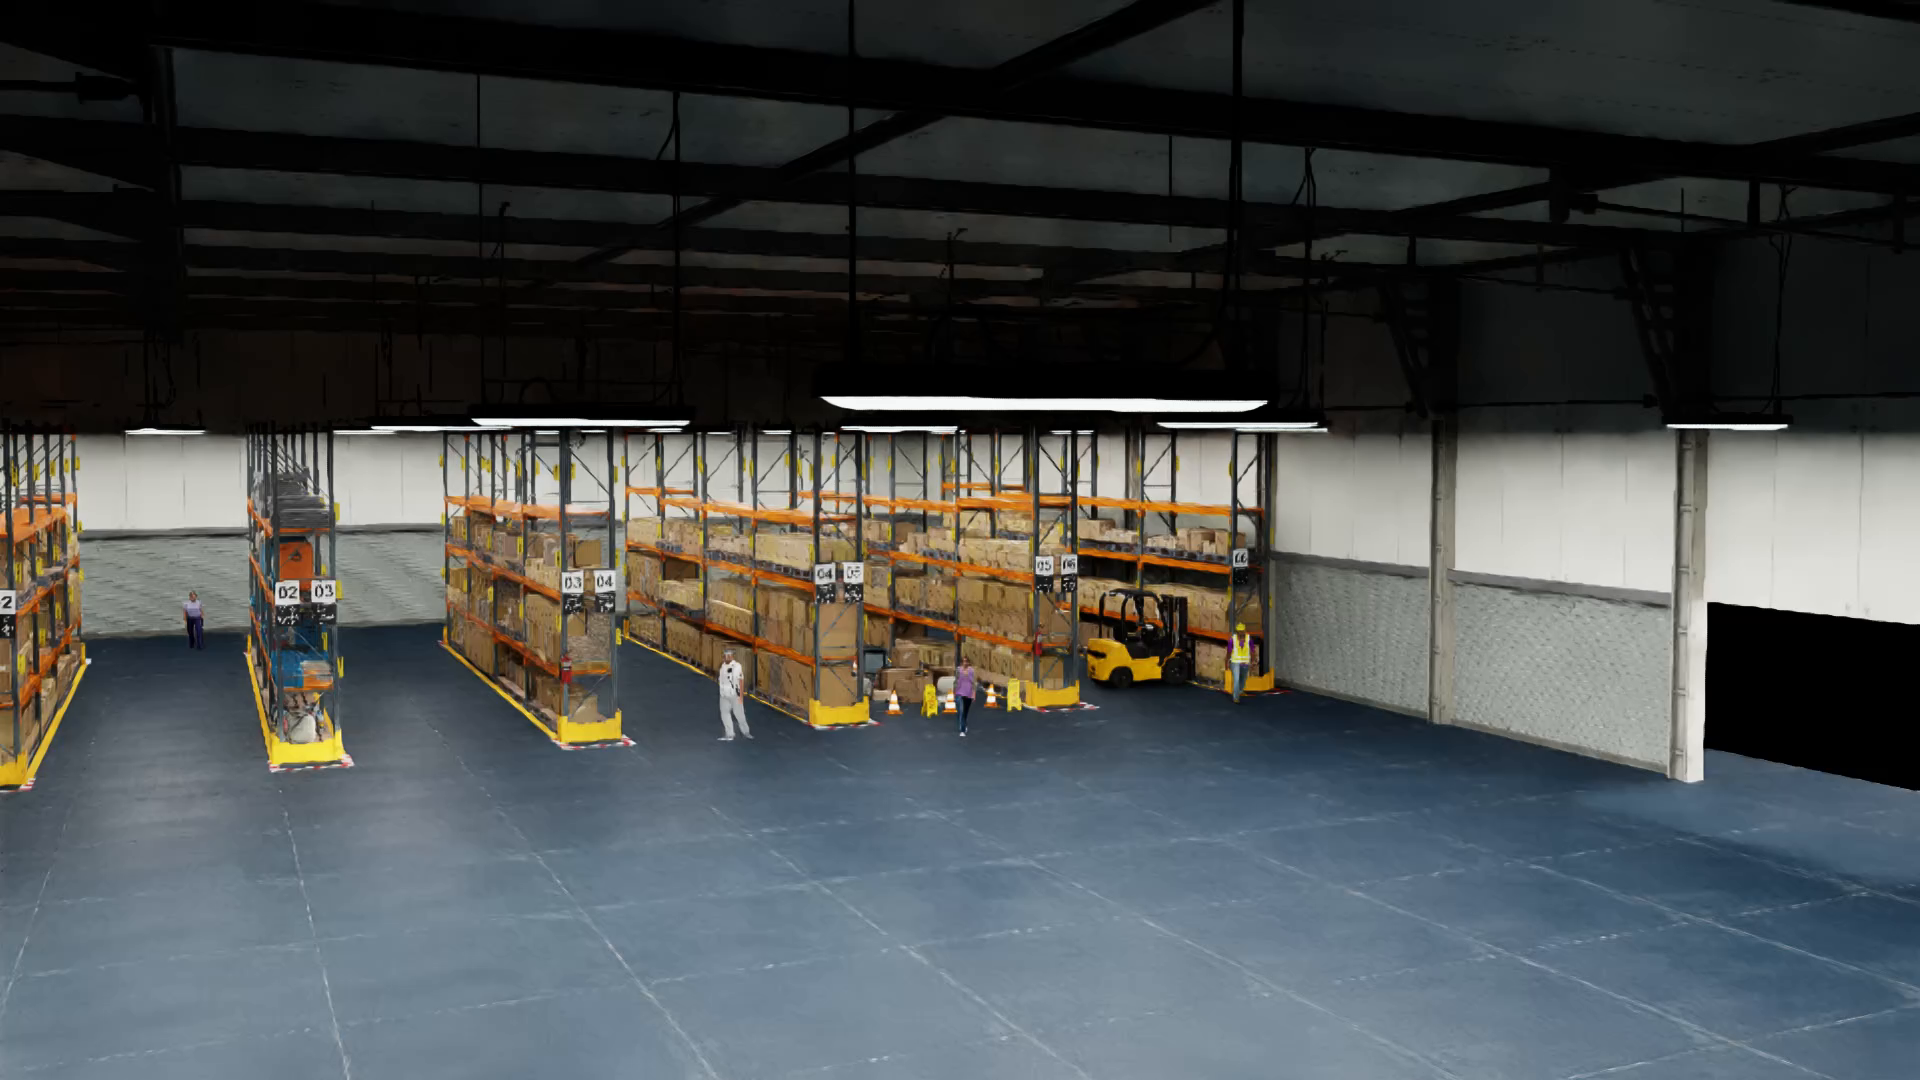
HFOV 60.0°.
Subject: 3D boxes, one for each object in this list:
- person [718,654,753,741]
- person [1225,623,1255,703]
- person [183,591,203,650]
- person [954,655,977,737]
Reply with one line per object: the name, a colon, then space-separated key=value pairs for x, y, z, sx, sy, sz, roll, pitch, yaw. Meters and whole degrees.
person: x=-4.248 y=2.915 z=31.306 sx=0.656 sy=1.718 sz=0.569 roll=3 pitch=4 yaw=36
person: x=6.055 y=2.629 z=35.922 sx=0.614 sy=1.713 sz=0.971 roll=0 pitch=4 yaw=-4
person: x=-20.564 y=2.141 z=44.600 sx=0.479 sy=1.564 sz=1.090 roll=-1 pitch=4 yaw=-22
person: x=0.094 y=2.953 z=31.796 sx=0.408 sy=1.532 sz=0.962 roll=-1 pitch=4 yaw=-15
